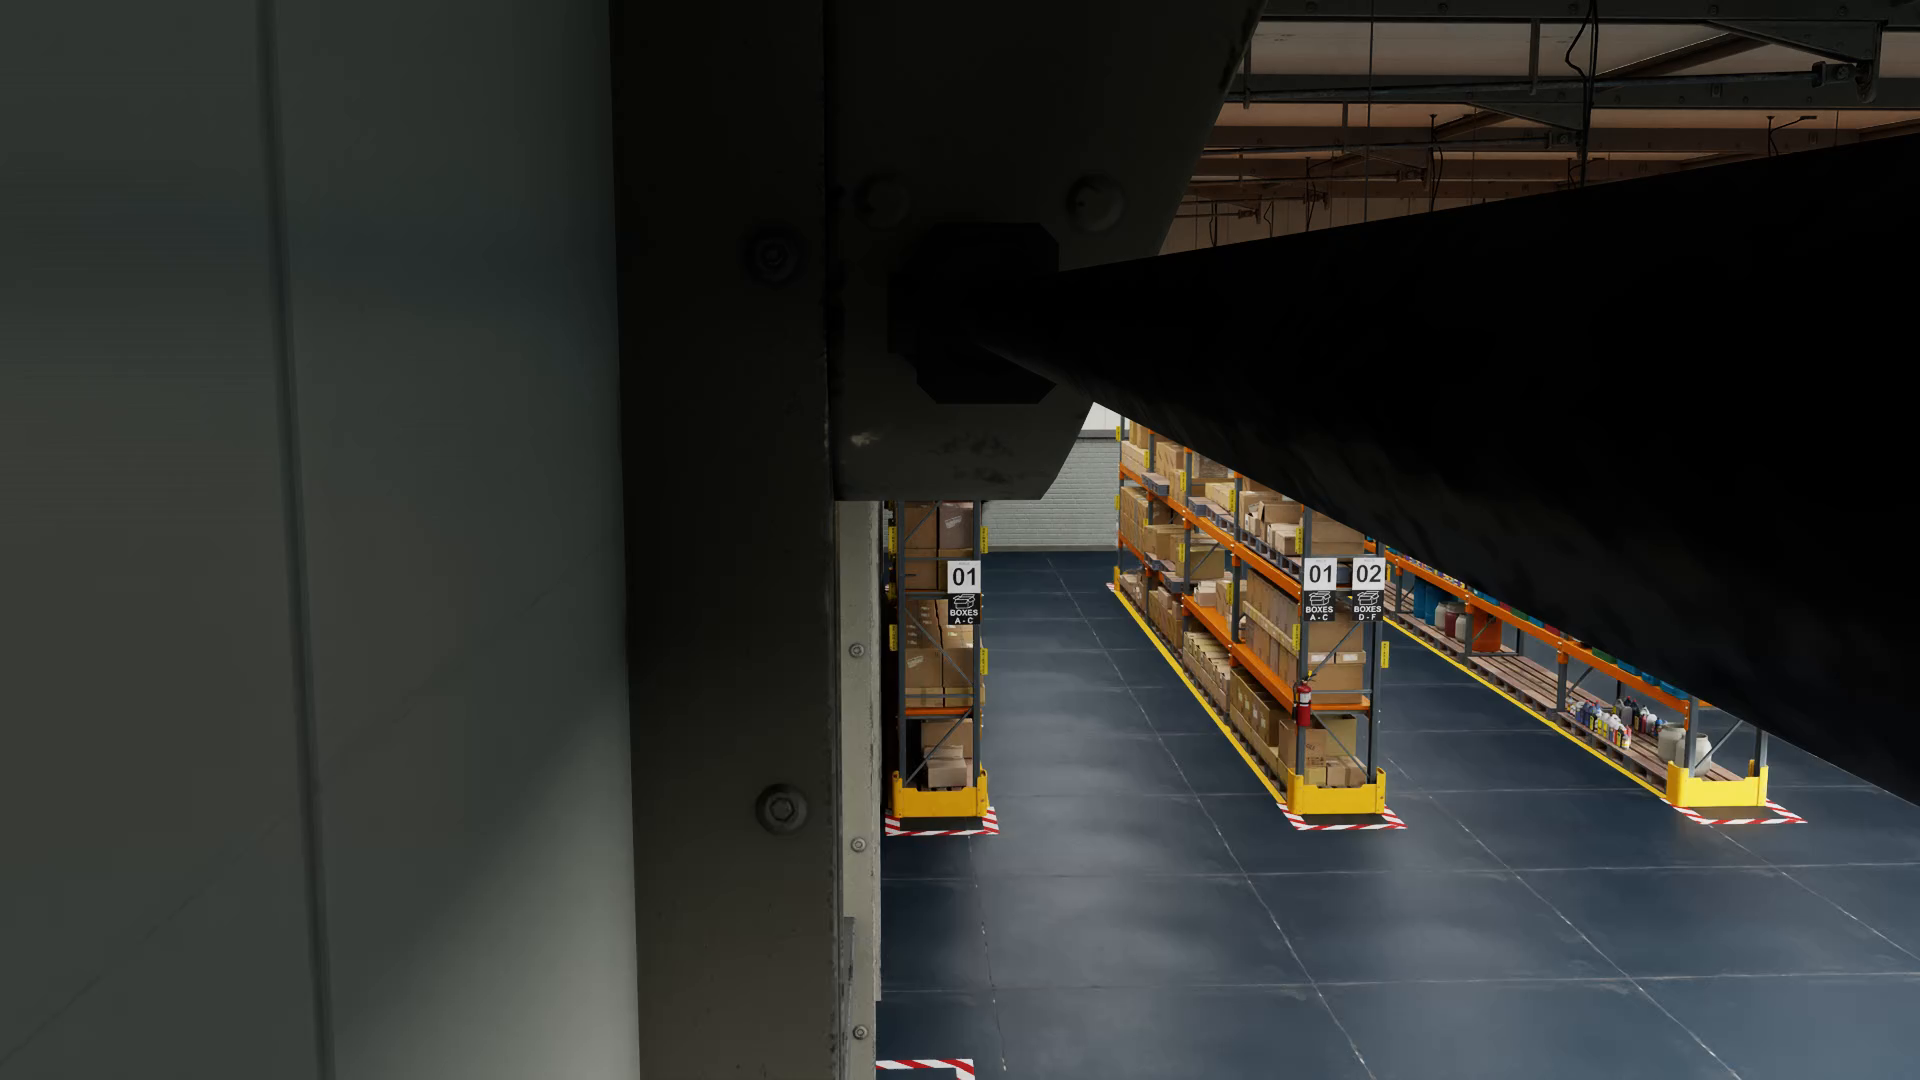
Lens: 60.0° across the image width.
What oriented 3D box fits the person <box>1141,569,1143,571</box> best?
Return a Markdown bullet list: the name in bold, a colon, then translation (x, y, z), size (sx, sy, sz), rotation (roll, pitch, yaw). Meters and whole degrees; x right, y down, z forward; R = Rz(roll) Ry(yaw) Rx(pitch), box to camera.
- **person**: translation (4.362, 0.148, 37.428), size (0.545, 1.660, 0.633), rotation (1, 8, 6)
